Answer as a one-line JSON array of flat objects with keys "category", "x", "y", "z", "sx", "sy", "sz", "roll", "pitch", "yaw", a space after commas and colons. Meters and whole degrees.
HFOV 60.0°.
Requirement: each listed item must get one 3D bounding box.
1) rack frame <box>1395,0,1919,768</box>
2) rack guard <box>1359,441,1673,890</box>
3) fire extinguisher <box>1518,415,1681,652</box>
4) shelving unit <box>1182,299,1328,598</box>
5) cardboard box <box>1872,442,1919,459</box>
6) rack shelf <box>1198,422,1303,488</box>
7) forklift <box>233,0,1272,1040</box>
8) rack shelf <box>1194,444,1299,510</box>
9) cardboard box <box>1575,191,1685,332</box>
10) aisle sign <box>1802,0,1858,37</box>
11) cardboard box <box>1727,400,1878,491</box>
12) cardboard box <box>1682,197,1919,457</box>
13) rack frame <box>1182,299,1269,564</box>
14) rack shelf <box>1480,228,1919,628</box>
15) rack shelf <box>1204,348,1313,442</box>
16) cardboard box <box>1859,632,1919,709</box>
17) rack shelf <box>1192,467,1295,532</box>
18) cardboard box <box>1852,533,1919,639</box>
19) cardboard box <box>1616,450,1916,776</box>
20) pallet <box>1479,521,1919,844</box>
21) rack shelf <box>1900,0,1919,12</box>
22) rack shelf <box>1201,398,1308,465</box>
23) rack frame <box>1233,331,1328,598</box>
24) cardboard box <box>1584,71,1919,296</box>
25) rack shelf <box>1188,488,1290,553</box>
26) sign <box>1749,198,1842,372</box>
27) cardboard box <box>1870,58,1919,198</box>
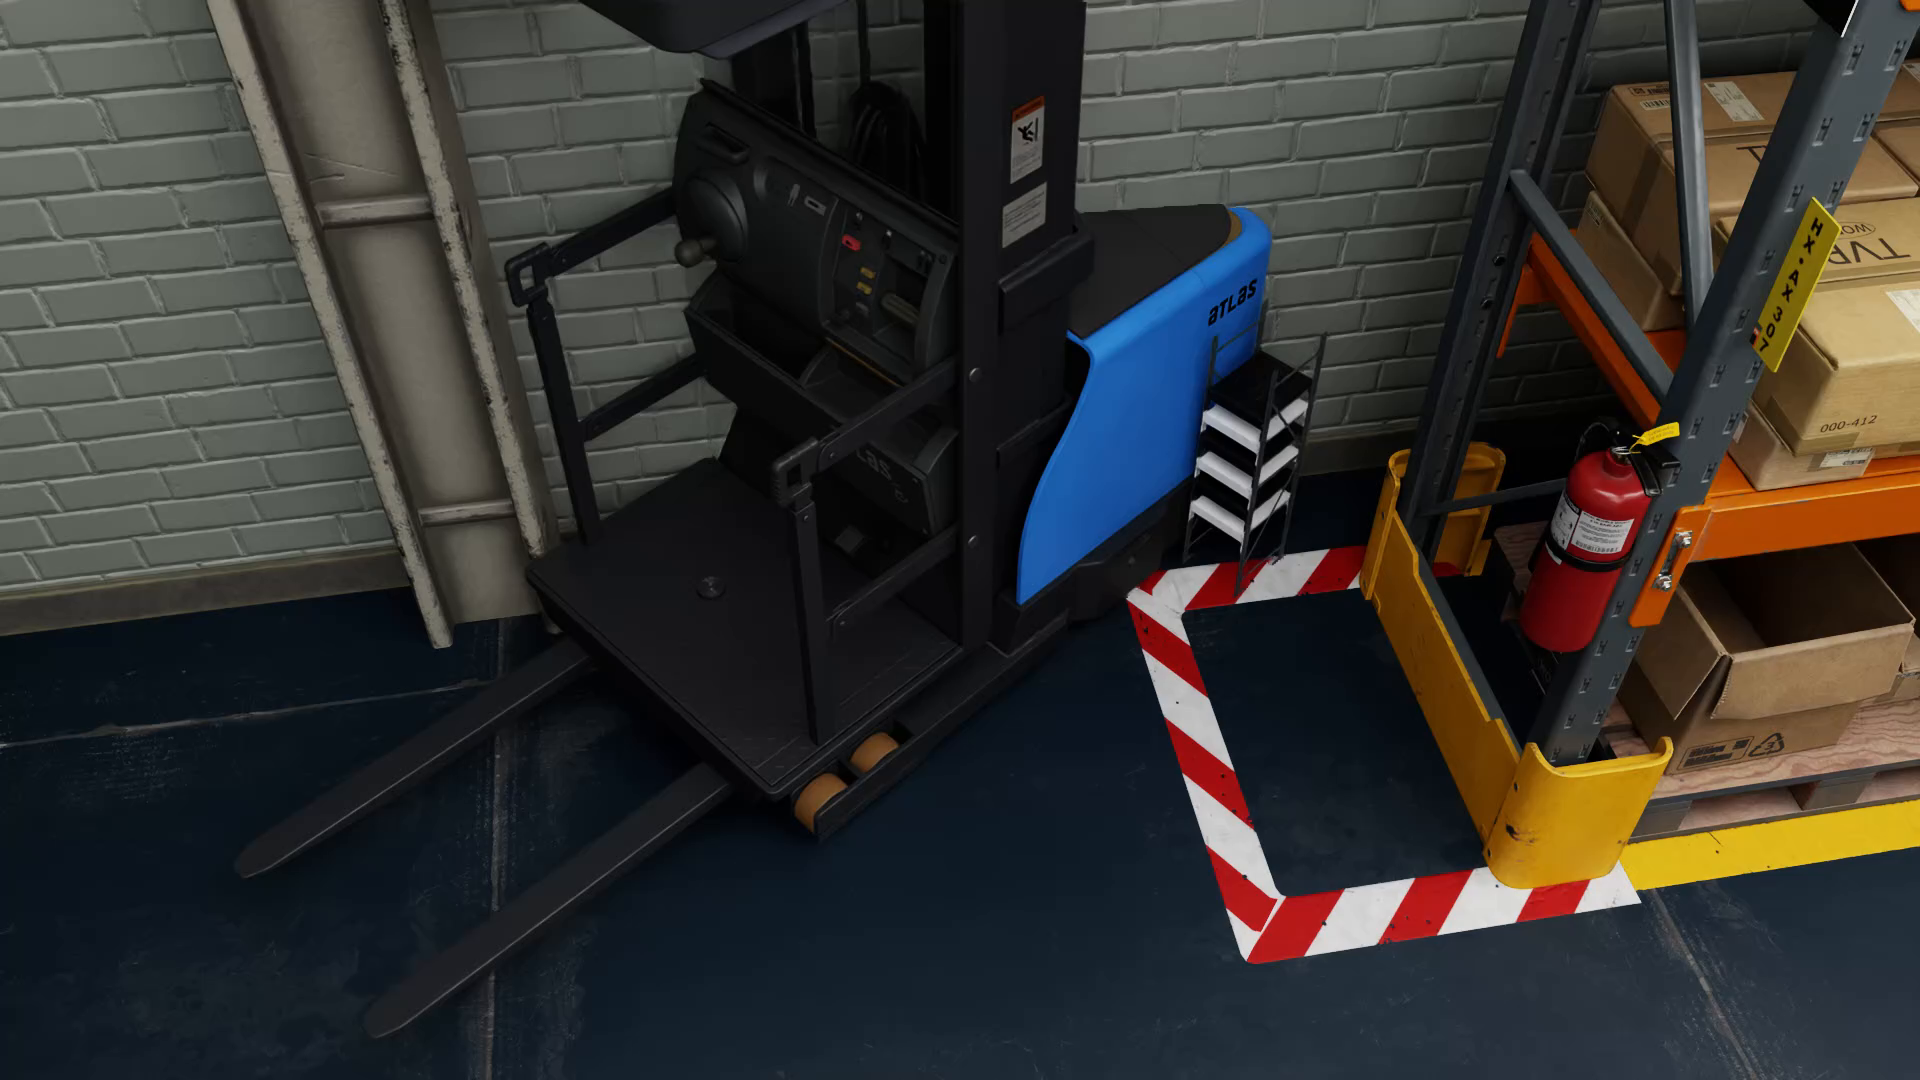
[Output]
[{"category": "rack frame", "x": 1.412, "y": -0.543, "z": 3.690, "sx": 0.127, "sy": 3.000, "sz": 1.000, "roll": -7, "pitch": 46, "yaw": -7}, {"category": "rack guard", "x": 1.487, "y": 0.315, "z": 4.599, "sx": 0.348, "sy": 0.500, "sz": 1.175, "roll": -7, "pitch": 46, "yaw": -7}, {"category": "fire extinguisher", "x": 1.346, "y": -0.040, "z": 3.519, "sx": 0.183, "sy": 0.674, "sz": 0.296, "roll": -7, "pitch": 46, "yaw": -7}, {"category": "shelving unit", "x": 0.849, "y": -0.249, "z": 4.864, "sx": 0.210, "sy": 0.900, "sz": 0.258, "roll": 36, "pitch": 56, "yaw": 29}, {"category": "cardboard box", "x": 2.026, "y": -0.365, "z": 3.693, "sx": 0.250, "sy": 0.149, "sz": 0.380, "roll": -6, "pitch": 46, "yaw": -6}, {"category": "rack shelf", "x": 0.849, "y": -0.288, "z": 4.823, "sx": 0.200, "sy": 0.077, "sz": 0.258, "roll": 36, "pitch": 56, "yaw": 29}, {"category": "forklift", "x": -0.514, "y": -0.649, "z": 3.840, "sx": 3.031, "sy": 2.935, "sz": 1.130, "roll": -36, "pitch": 56, "yaw": -29}, {"category": "rack shelf", "x": 0.849, "y": -0.226, "z": 4.888, "sx": 0.200, "sy": 0.077, "sz": 0.258, "roll": 36, "pitch": 56, "yaw": 29}, {"category": "cardboard box", "x": 1.693, "y": -0.687, "z": 4.003, "sx": 0.250, "sy": 0.149, "sz": 0.380, "roll": -8, "pitch": 47, "yaw": -7}, {"category": "aisle sign", "x": 1.395, "y": -1.228, "z": 2.545, "sx": 0.004, "sy": 0.787, "sz": 0.394, "roll": -7, "pitch": 46, "yaw": -7}, {"category": "cardboard box", "x": 1.783, "y": -0.301, "z": 3.632, "sx": 0.250, "sy": 0.149, "sz": 0.380, "roll": -7, "pitch": 47, "yaw": -7}, {"category": "cardboard box", "x": 1.905, "y": -0.458, "z": 3.506, "sx": 0.500, "sy": 0.250, "sz": 0.500, "roll": -7, "pitch": 46, "yaw": -7}, {"category": "rack frame", "x": 0.777, "y": -0.300, "z": 4.914, "sx": 0.006, "sy": 0.900, "sz": 0.240, "roll": 36, "pitch": 56, "yaw": 29}, {"category": "rack shelf", "x": 3.383, "y": -0.539, "z": 4.186, "sx": 4.000, "sy": 0.370, "sz": 1.077, "roll": -7, "pitch": 46, "yaw": -7}, {"category": "rack shelf", "x": 0.848, "y": -0.412, "z": 4.693, "sx": 0.200, "sy": 0.077, "sz": 0.258, "roll": 36, "pitch": 56, "yaw": 29}, {"category": "cardboard box", "x": 2.457, "y": 0.268, "z": 4.597, "sx": 0.250, "sy": 0.149, "sz": 0.380, "roll": -9, "pitch": 47, "yaw": -8}, {"category": "rack shelf", "x": 0.849, "y": -0.163, "z": 4.953, "sx": 0.200, "sy": 0.077, "sz": 0.258, "roll": 36, "pitch": 56, "yaw": 29}, {"category": "cardboard box", "x": 2.880, "y": 0.094, "z": 4.521, "sx": 0.500, "sy": 0.500, "sz": 0.700, "roll": -5, "pitch": 46, "yaw": -5}, {"category": "cardboard box", "x": 2.031, "y": 0.170, "z": 4.445, "sx": 0.637, "sy": 0.503, "sz": 0.797, "roll": -9, "pitch": 47, "yaw": -8}, {"category": "pallet", "x": 2.273, "y": 0.317, "z": 4.798, "sx": 1.213, "sy": 0.211, "sz": 1.003, "roll": -7, "pitch": 46, "yaw": -7}, {"category": "rack shelf", "x": 3.383, "y": -1.579, "z": 3.105, "sx": 4.000, "sy": 0.370, "sz": 1.077, "roll": -7, "pitch": 46, "yaw": -7}, {"category": "rack shelf", "x": 0.849, "y": -0.350, "z": 4.758, "sx": 0.200, "sy": 0.077, "sz": 0.258, "roll": 36, "pitch": 56, "yaw": 29}, {"category": "rack frame", "x": 0.921, "y": -0.197, "z": 4.814, "sx": 0.006, "sy": 0.900, "sz": 0.240, "roll": 36, "pitch": 56, "yaw": 29}, {"category": "cardboard box", "x": 1.820, "y": -0.839, "z": 3.873, "sx": 0.500, "sy": 0.250, "sz": 0.500, "roll": -6, "pitch": 46, "yaw": -6}, {"category": "rack shelf", "x": 0.849, "y": -0.101, "z": 5.018, "sx": 0.200, "sy": 0.077, "sz": 0.258, "roll": 36, "pitch": 56, "yaw": 29}, {"category": "sign", "x": 1.505, "y": -0.458, "z": 3.007, "sx": 0.005, "sy": 0.325, "sz": 0.100, "roll": -7, "pitch": 46, "yaw": -7}, {"category": "cardboard box", "x": 2.329, "y": -0.901, "z": 3.933, "sx": 0.500, "sy": 0.250, "sz": 0.500, "roll": -7, "pitch": 46, "yaw": -7}]
